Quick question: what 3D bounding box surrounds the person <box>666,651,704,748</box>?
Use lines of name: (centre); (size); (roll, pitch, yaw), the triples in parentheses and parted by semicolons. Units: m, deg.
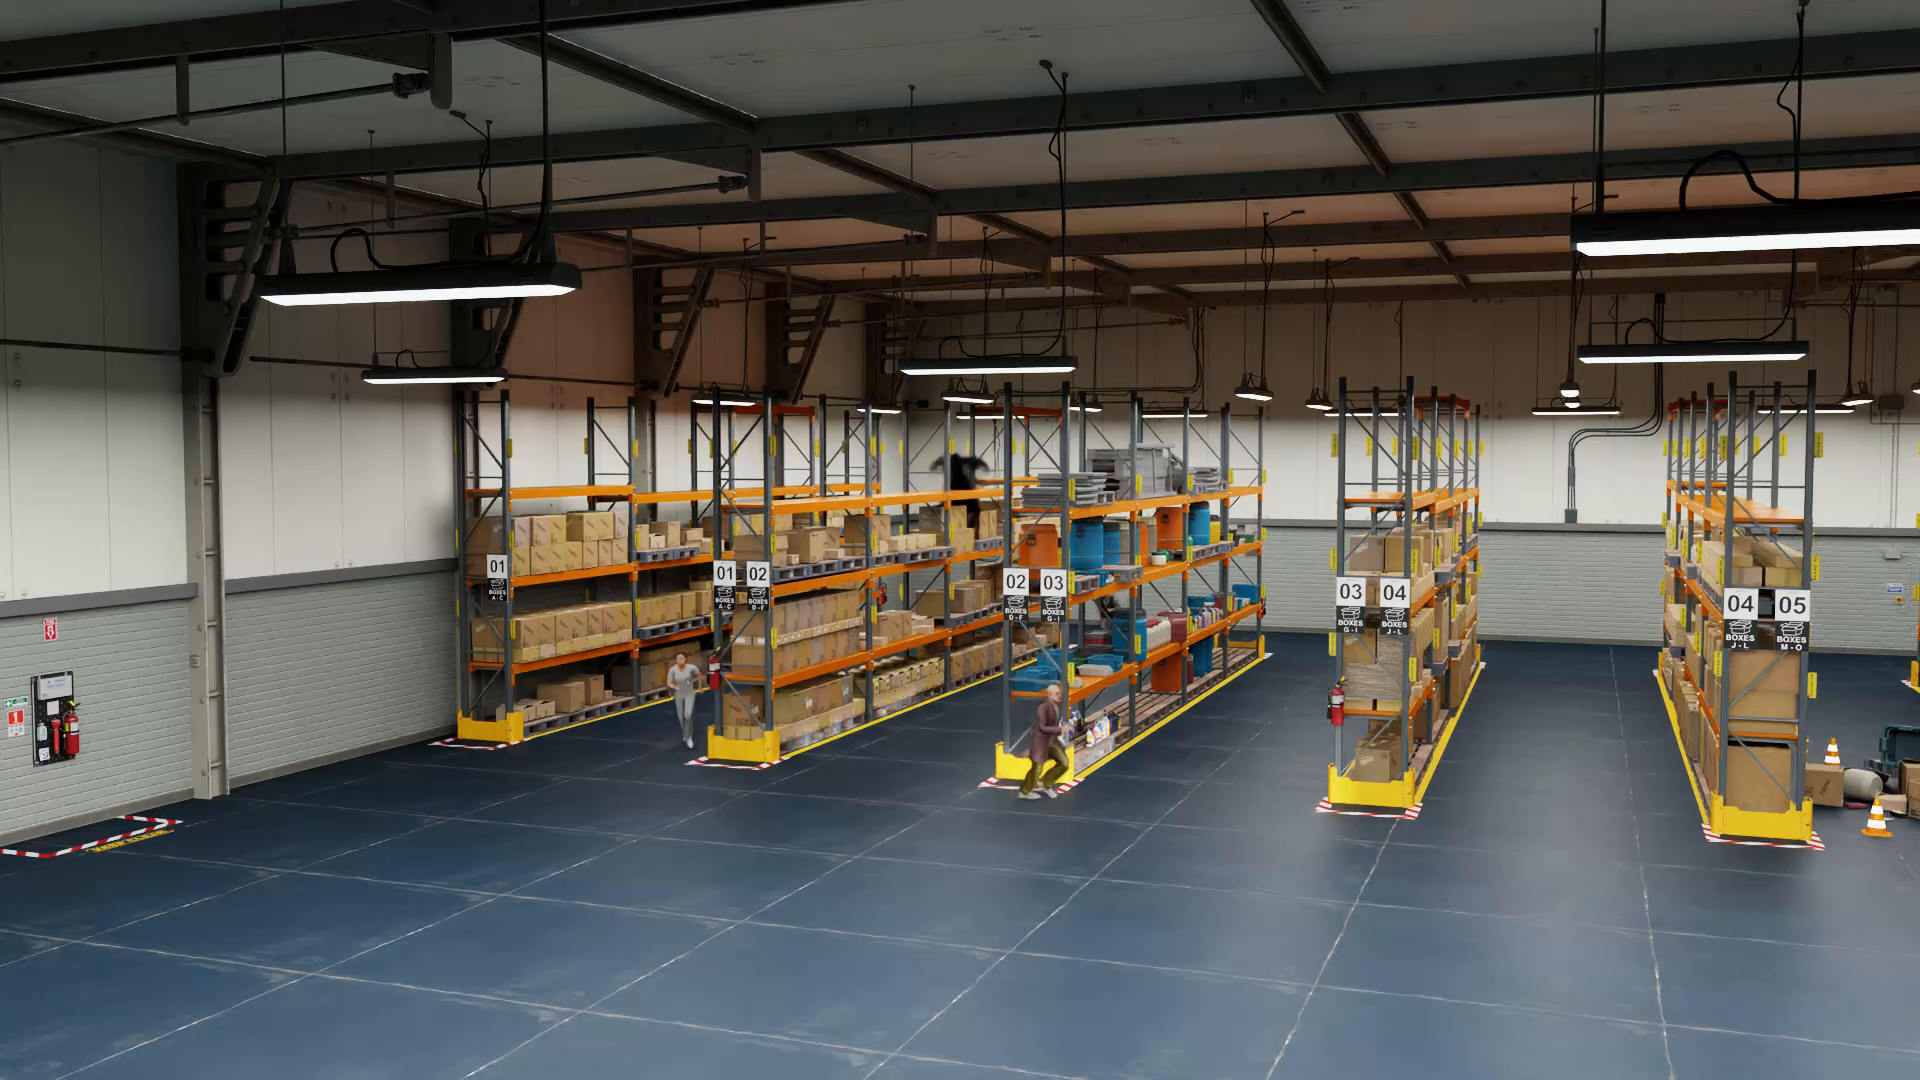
person: (-4.627, 2.664, 28.043); (0.573, 1.640, 0.896); (0, 3, 3)

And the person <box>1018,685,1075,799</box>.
person: (1.230, 2.856, 23.465); (0.977, 1.669, 0.682); (3, 4, 41)

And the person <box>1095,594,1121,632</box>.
person: (3.669, 1.962, 40.908); (0.693, 1.683, 0.993); (1, 3, 20)
